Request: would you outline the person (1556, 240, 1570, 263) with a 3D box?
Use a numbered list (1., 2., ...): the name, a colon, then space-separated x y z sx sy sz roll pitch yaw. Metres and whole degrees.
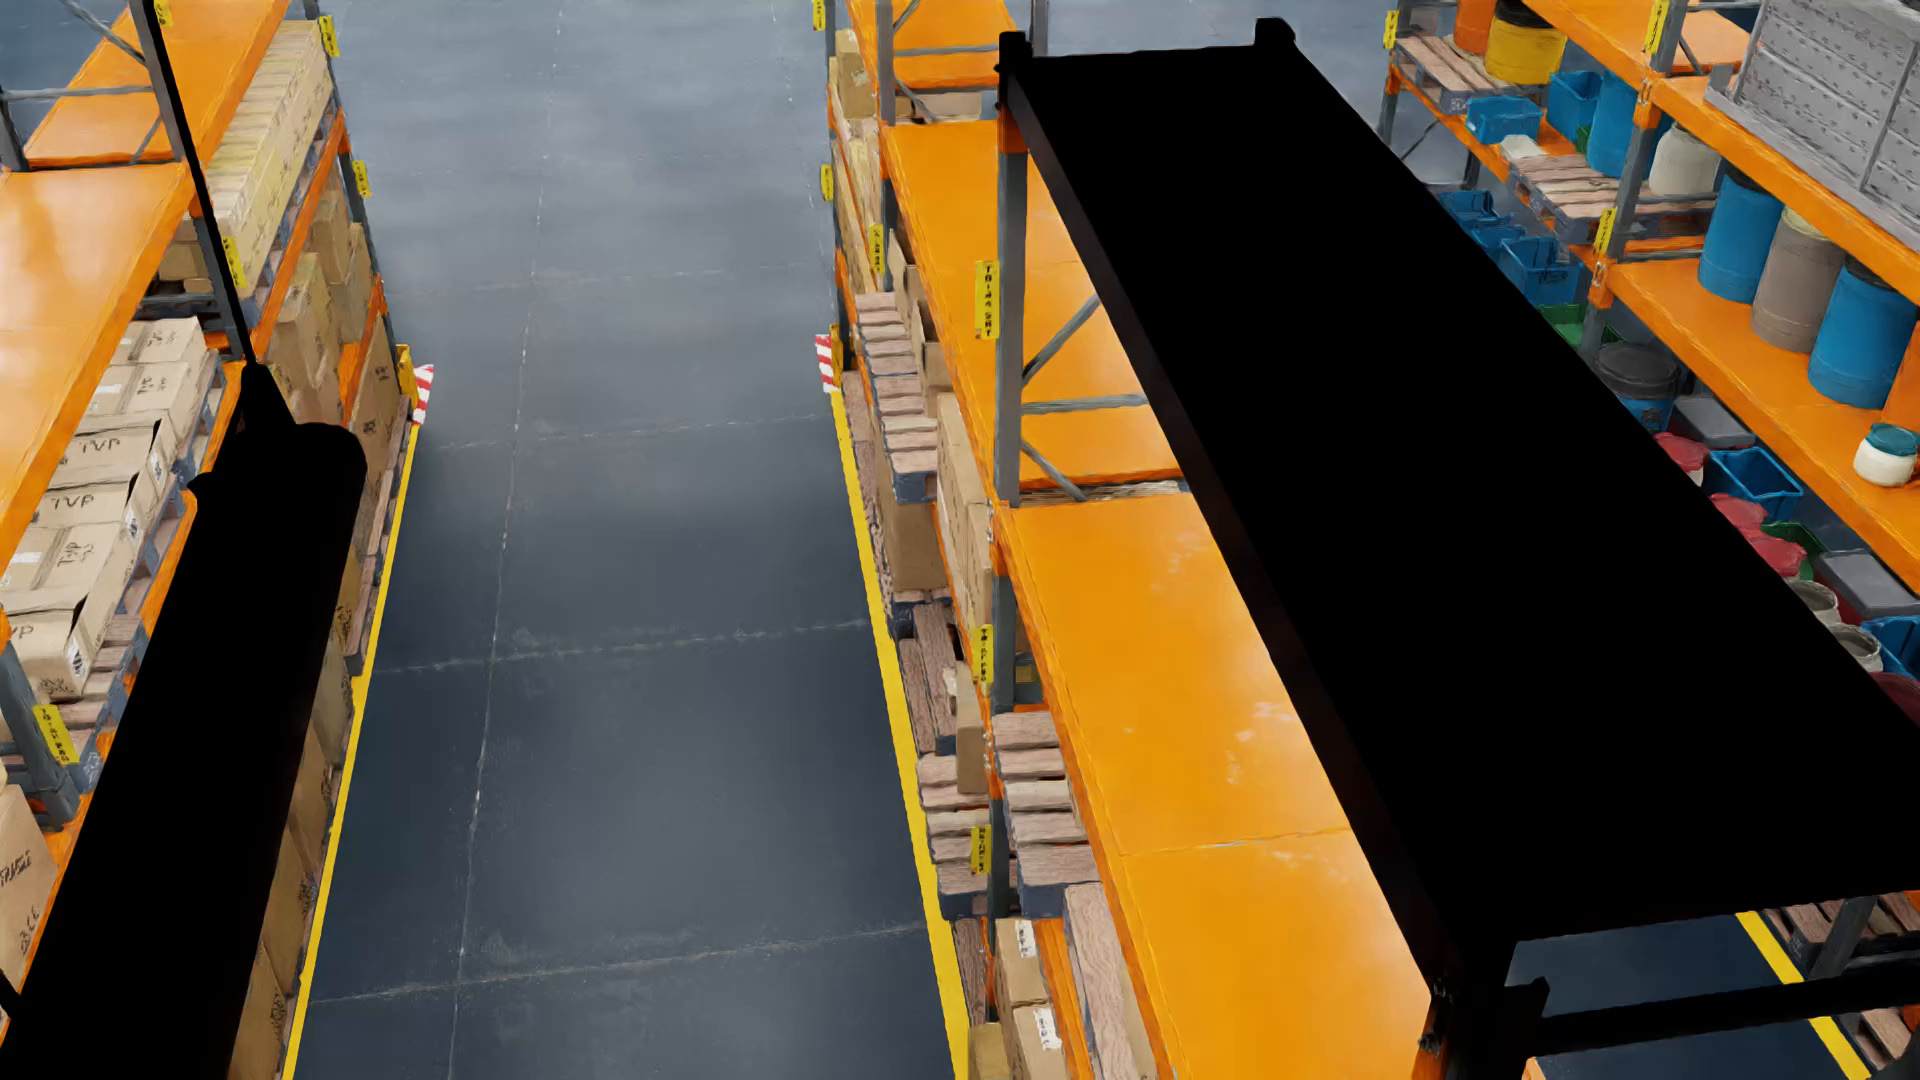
1. person: 6.345 -3.634 17.001 0.502 1.661 0.654 26 44 31
